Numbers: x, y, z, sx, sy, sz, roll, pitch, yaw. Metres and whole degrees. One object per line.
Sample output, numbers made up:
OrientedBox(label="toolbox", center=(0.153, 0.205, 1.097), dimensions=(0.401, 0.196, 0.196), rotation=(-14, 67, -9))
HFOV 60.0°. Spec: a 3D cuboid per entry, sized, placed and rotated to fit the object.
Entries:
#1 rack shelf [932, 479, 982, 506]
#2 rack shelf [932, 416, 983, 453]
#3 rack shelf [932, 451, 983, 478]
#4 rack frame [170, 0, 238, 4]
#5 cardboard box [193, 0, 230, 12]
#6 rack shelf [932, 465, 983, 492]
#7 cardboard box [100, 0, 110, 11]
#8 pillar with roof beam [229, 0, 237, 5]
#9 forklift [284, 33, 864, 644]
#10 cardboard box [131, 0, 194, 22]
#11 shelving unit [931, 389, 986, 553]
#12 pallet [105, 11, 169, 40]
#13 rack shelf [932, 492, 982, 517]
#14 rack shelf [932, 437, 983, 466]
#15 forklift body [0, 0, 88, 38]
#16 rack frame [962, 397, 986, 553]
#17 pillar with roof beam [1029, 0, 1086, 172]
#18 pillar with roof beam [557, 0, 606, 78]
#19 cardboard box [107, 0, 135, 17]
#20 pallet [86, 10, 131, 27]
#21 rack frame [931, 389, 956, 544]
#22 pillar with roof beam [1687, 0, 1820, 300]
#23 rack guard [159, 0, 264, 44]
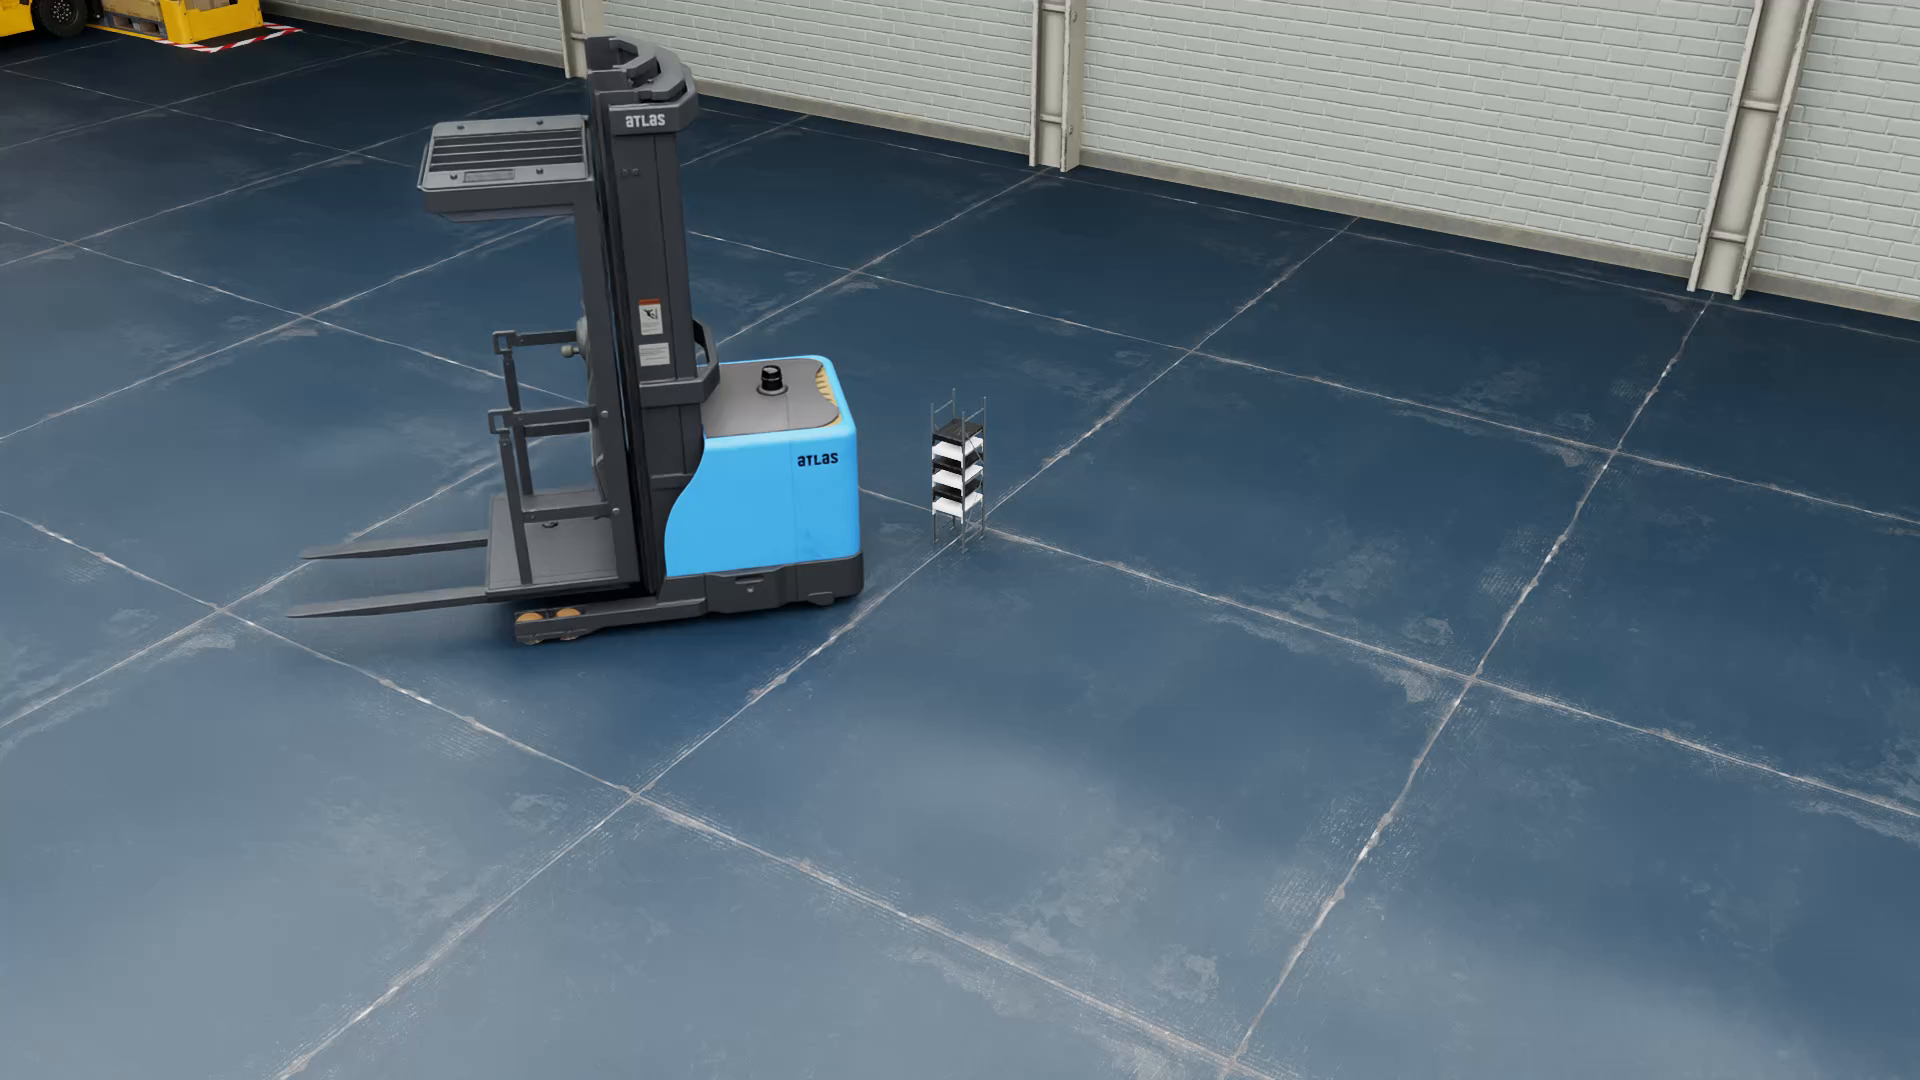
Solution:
OrientedBox(label="rack shelf", center=(-0.007, -0.284, 9.589), dimensions=(0.200, 0.077, 0.258), rotation=(18, 35, 27))
OrientedBox(label="rack shelf", center=(-0.007, -0.595, 9.408), dimensions=(0.200, 0.077, 0.258), rotation=(18, 35, 27))
OrientedBox(label="rack shelf", center=(-0.007, -0.440, 9.498), dimensions=(0.200, 0.077, 0.258), rotation=(18, 35, 27))
OrientedBox(label="rack frame", center=(-9.147, -7.533, 19.686), dimensions=(0.127, 3.000, 1.000), rotation=(18, 35, 27))
OrientedBox(label="cardboard box", center=(-9.459, -6.742, 20.641), dimensions=(0.500, 0.250, 0.500), rotation=(18, 35, 28))
OrientedBox(label="rack shelf", center=(-0.007, -0.362, 9.544), dimensions=(0.200, 0.077, 0.258), rotation=(18, 35, 27))
OrientedBox(label="cardboard box", center=(-10.548, -6.793, 20.729), dimensions=(0.500, 0.250, 0.500), rotation=(18, 35, 28))
OrientedBox(label="pillar with roof beam", center=(-11.546, -8.858, 16.003), dimensions=(0.400, 9.000, 9.100), rotation=(18, 35, 27))
OrientedBox(label="forklift", center=(-2.101, -1.005, 8.564), dimensions=(3.031, 2.935, 1.130), rotation=(-6, 31, -11))
OrientedBox(label="cardboard box", center=(-9.713, -6.518, 20.257), dimensions=(0.500, 0.250, 0.500), rotation=(18, 35, 28))
OrientedBox(label="shelving unit", center=(-0.007, -0.391, 9.527), dimensions=(0.210, 0.900, 0.258), rotation=(18, 35, 27))
OrientedBox(label="pallet", center=(-9.817, -6.515, 20.709), dimensions=(1.213, 0.211, 1.003), rotation=(18, 35, 27))
OrientedBox(label="rack shelf", center=(-0.007, -0.207, 9.634), dimensions=(0.200, 0.077, 0.258), rotation=(18, 35, 27))
OrientedBox(label="rack shelf", center=(-0.007, -0.518, 9.453), dimensions=(0.200, 0.077, 0.258), rotation=(18, 35, 27))
OrientedBox(label="forklift body", center=(-11.723, -6.896, 19.435), dimensions=(1.214, 2.155, 2.313), rotation=(18, 35, 27))
OrientedBox(label="rack frame", center=(0.079, -0.364, 9.480), dimensions=(0.006, 0.900, 0.240), rotation=(18, 35, 27))
OrientedBox(label="pillar with roof beam", center=(-1.382, -5.643, 10.493), dimensions=(0.400, 9.000, 9.100), rotation=(18, 35, 27))
OrientedBox(label="pillar with roof beam", center=(-6.464, -7.251, 13.248), dimensions=(0.400, 9.000, 9.100), rotation=(18, 35, 27))
OrientedBox(label="cardboard box", center=(-10.129, -6.655, 20.492), dimensions=(0.500, 0.250, 0.500), rotation=(18, 35, 27))
OrientedBox(label="pallet", center=(-10.846, -6.843, 21.270), dimensions=(1.213, 0.211, 1.003), rotation=(18, 35, 27))
OrientedBox(label="rack frame", center=(-0.093, -0.418, 9.574), dimensions=(0.006, 0.900, 0.240), rotation=(18, 35, 27))
OrientedBox(label="pillar with roof beam", center=(3.700, -4.036, 7.738), dimensions=(0.400, 9.000, 9.100), rotation=(18, 35, 27))
OrientedBox(label="rack guard", center=(-9.126, -6.447, 20.304), dimensions=(0.348, 0.500, 1.175), rotation=(18, 35, 27))
